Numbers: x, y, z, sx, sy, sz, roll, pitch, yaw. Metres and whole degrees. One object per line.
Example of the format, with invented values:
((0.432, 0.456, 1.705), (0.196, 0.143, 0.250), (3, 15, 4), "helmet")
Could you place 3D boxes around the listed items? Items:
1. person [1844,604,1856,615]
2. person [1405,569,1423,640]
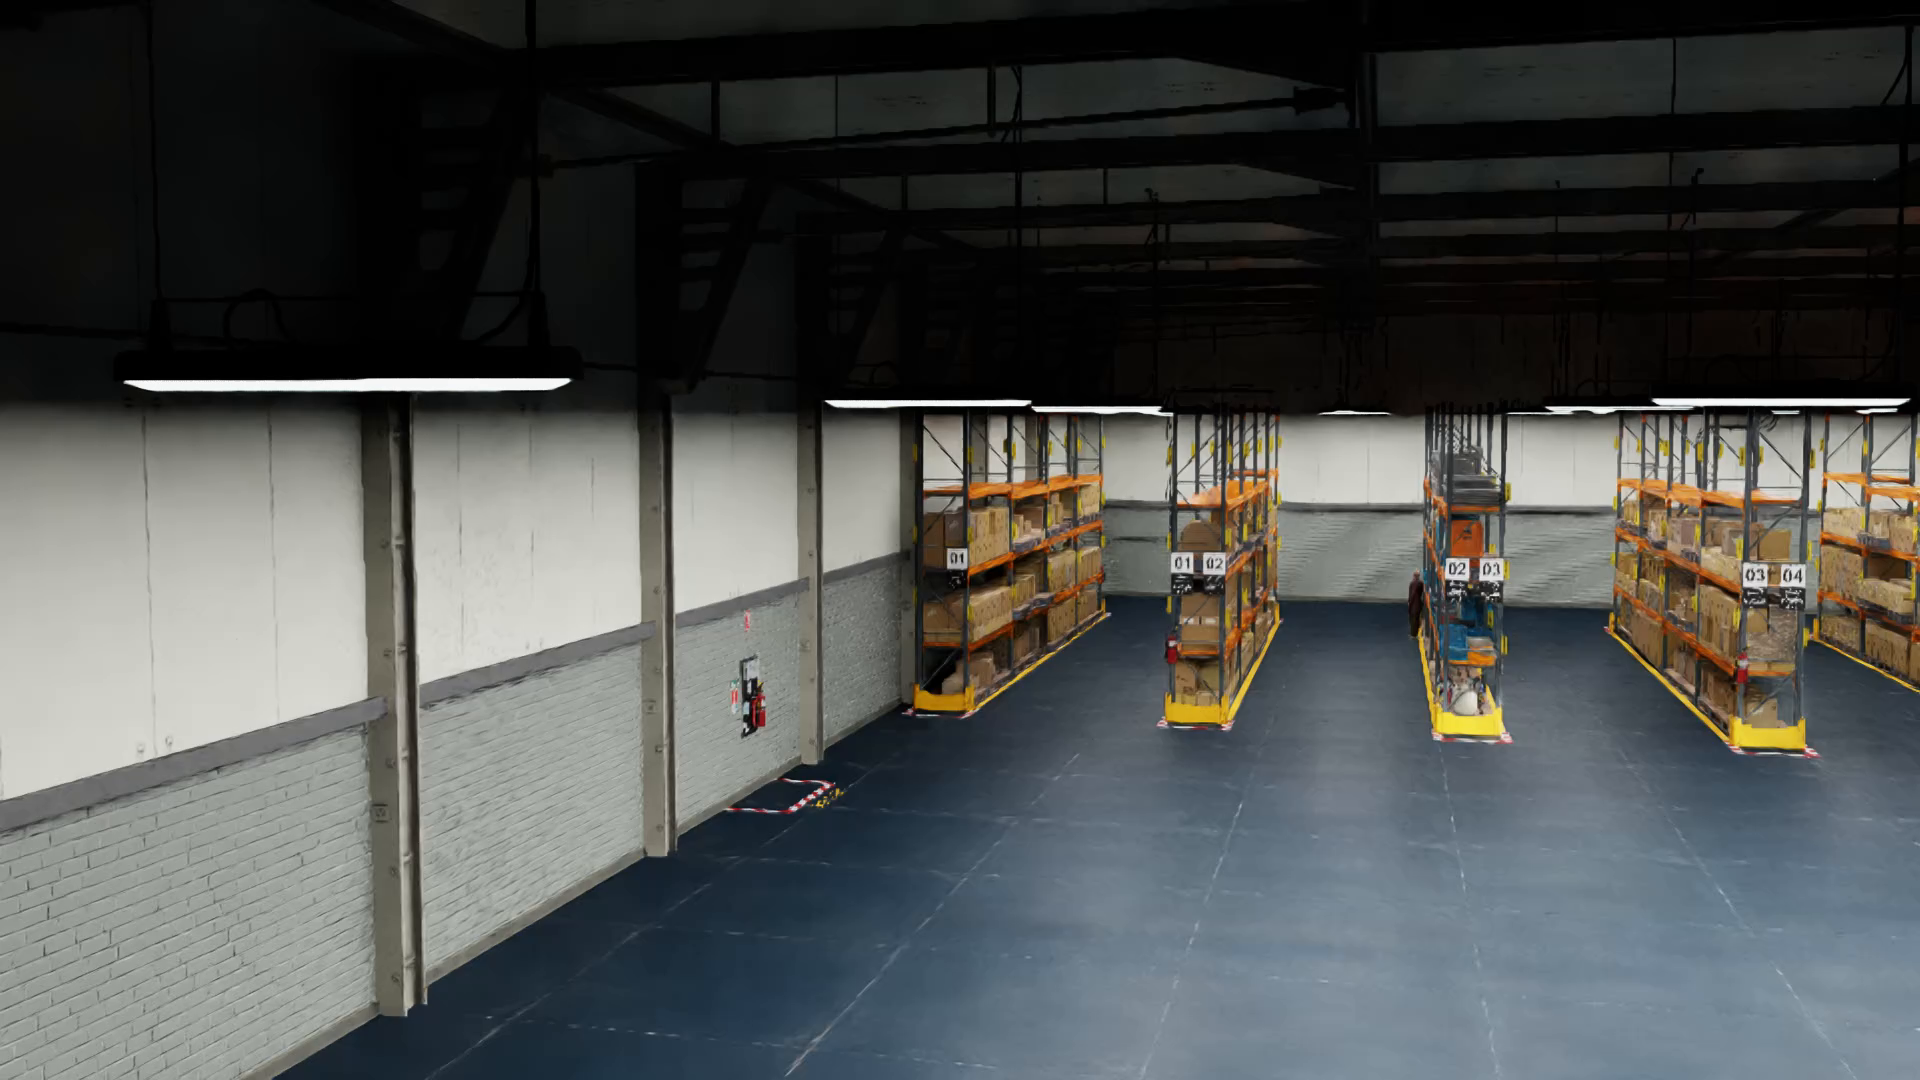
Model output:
((24.154, 1.611, 44.968), (0.461, 1.596, 0.519), (-3, 5, -35), "person")
((11.727, 1.664, 42.997), (0.440, 1.824, 0.634), (3, 5, 35), "person")
